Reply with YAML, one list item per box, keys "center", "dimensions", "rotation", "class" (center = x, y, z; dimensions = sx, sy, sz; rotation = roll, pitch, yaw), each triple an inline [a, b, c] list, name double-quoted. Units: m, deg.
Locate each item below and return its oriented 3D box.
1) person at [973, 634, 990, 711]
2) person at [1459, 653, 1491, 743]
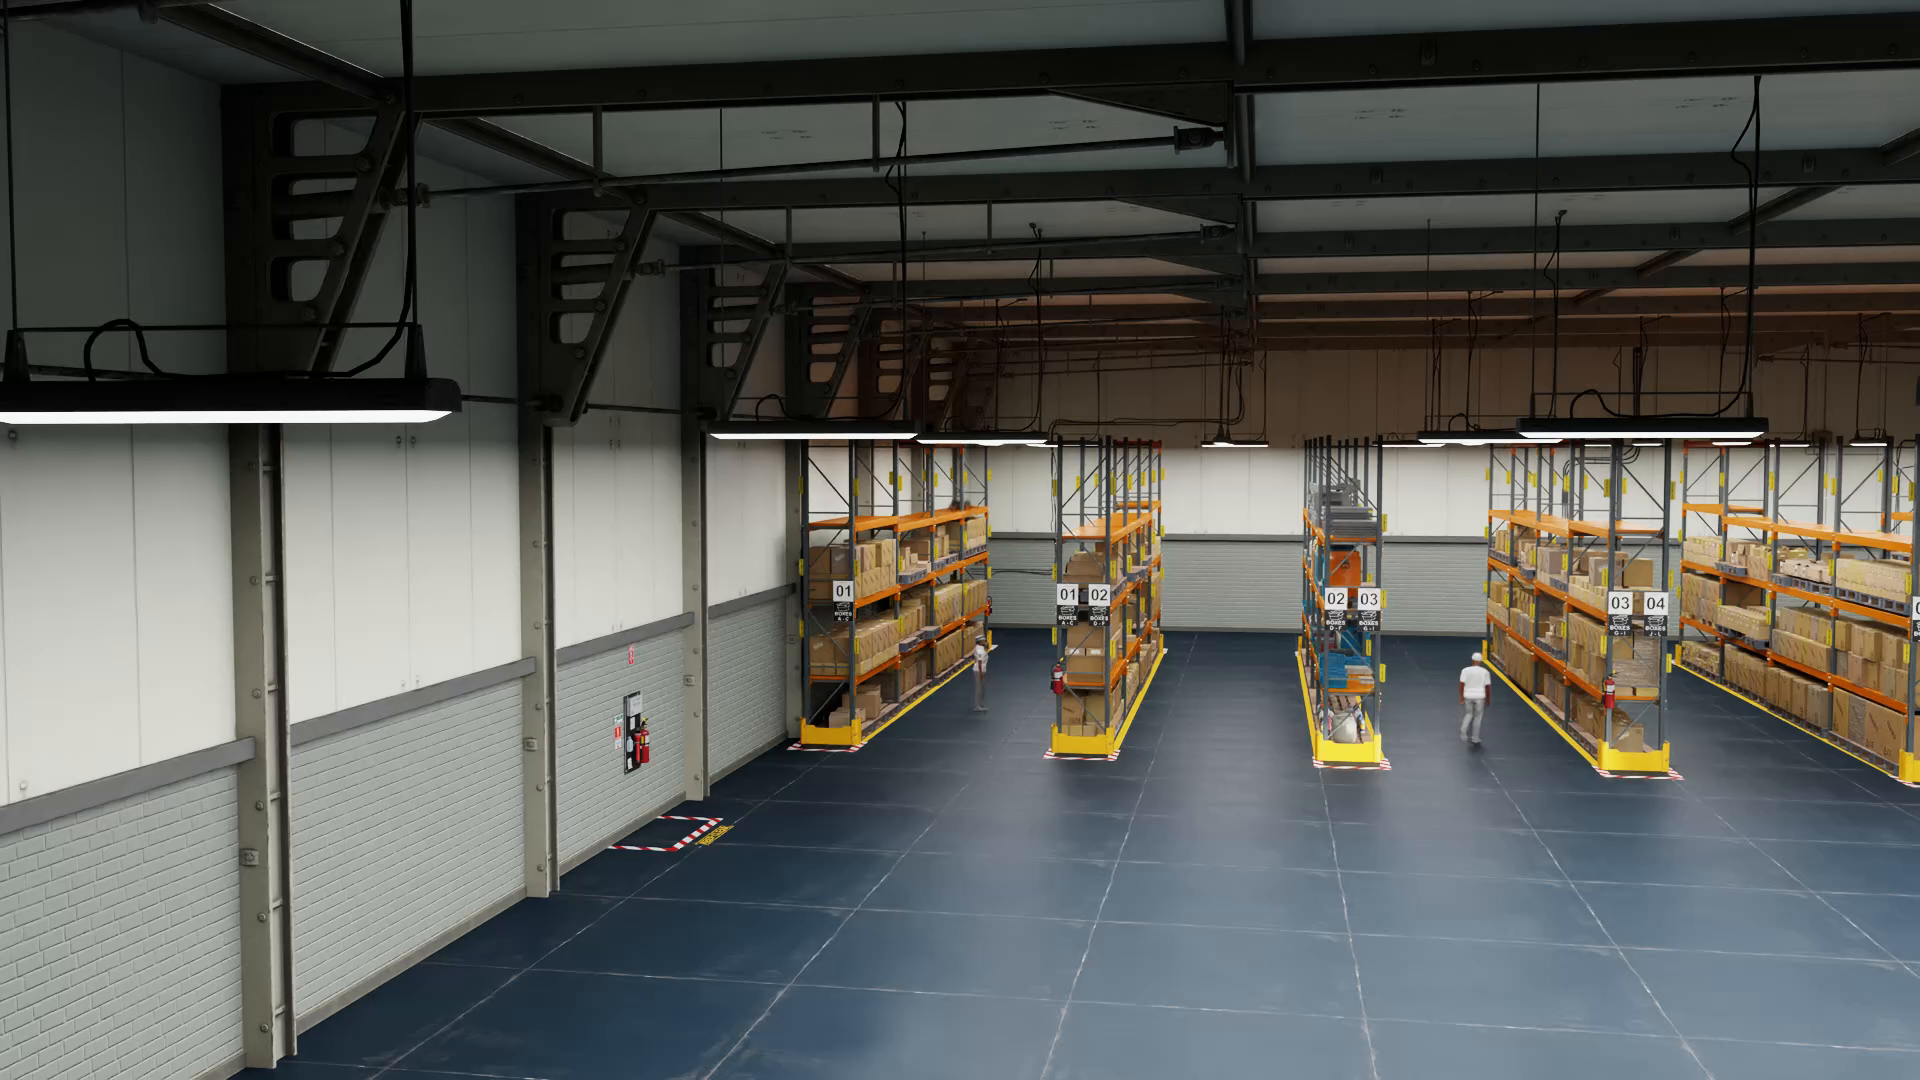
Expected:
- center: [0.482, 2.932, 36.526]
  dimensions: [0.413, 1.728, 0.510]
  rotation: [0, 3, -1]
  class: "person"
- center: [10.028, 3.074, 32.374]
  dimensions: [0.538, 1.760, 0.543]
  rotation: [3, 4, 45]
  class: "person"
